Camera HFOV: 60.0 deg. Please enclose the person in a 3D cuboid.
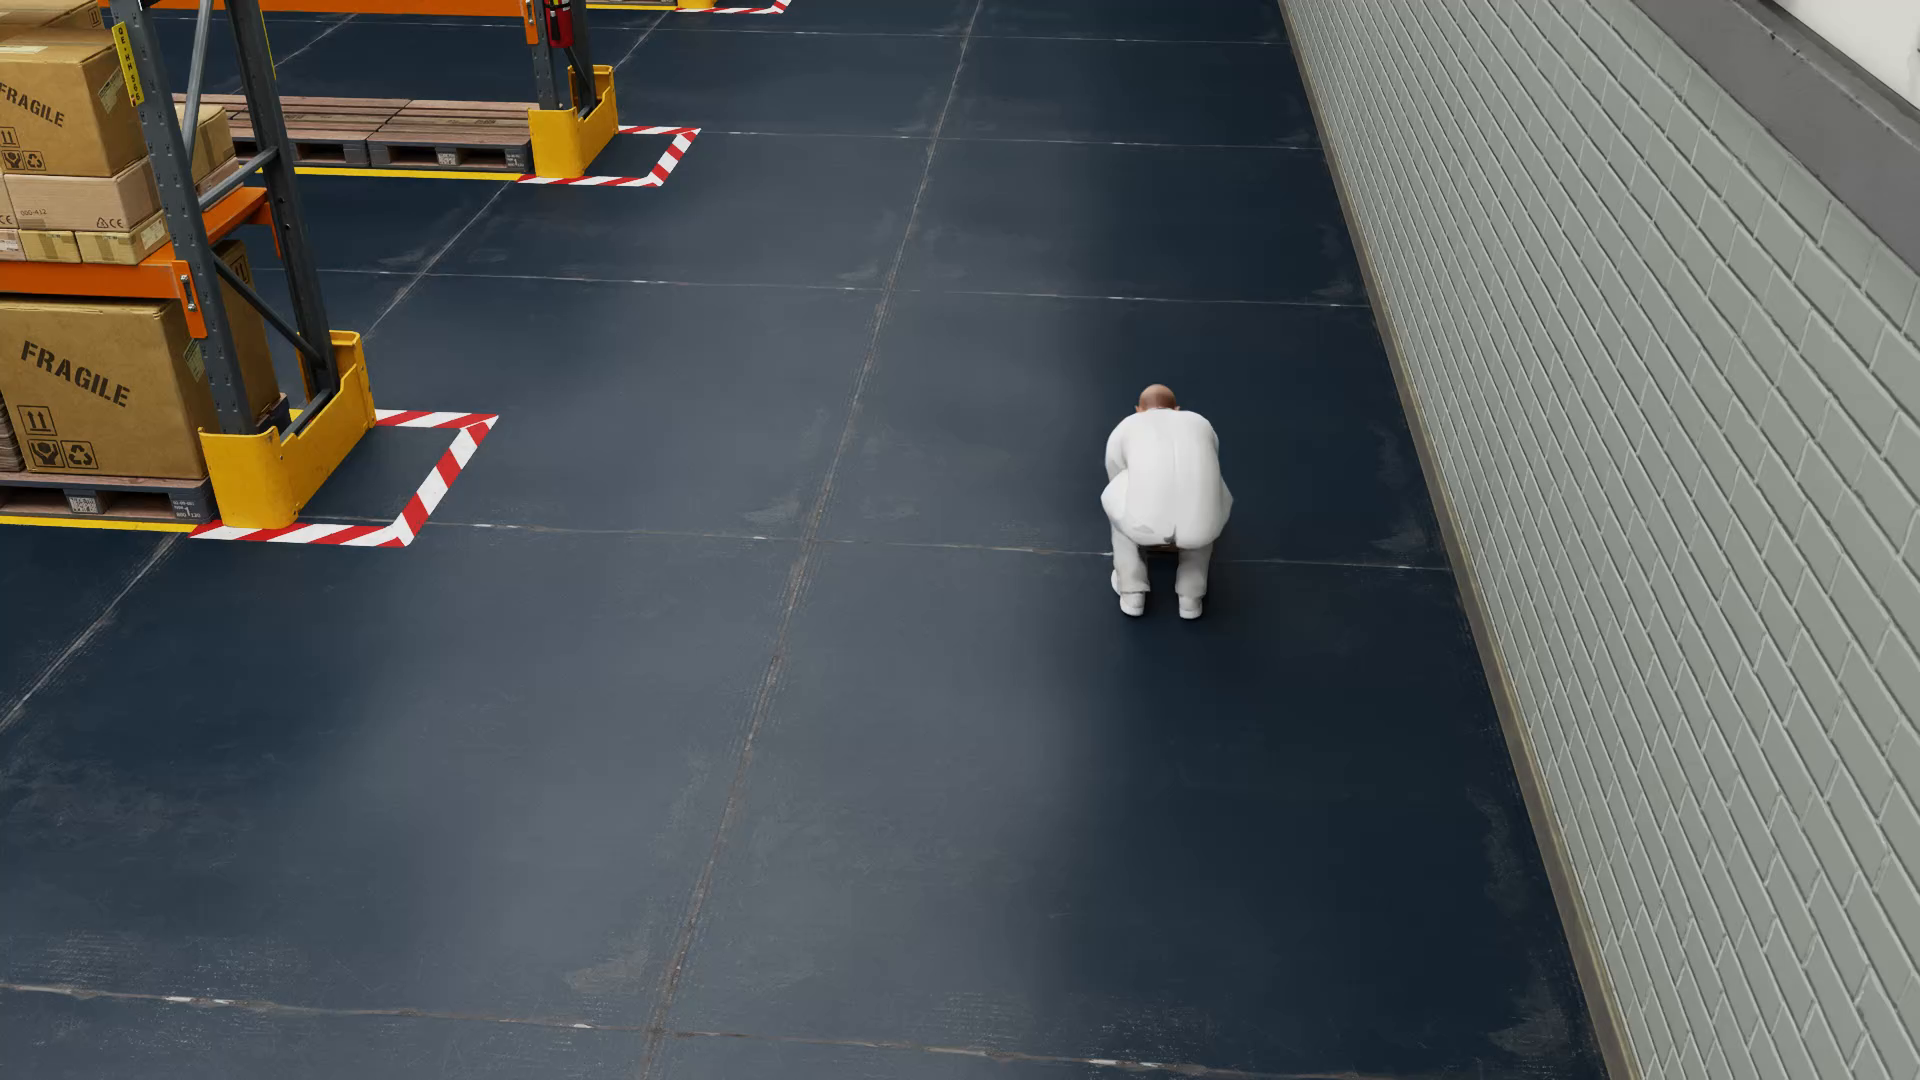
[{"bbox_3d":[0.908,-0.155,7.363,0.577,0.811,0.942,2,32,3],"label":"person"}]
